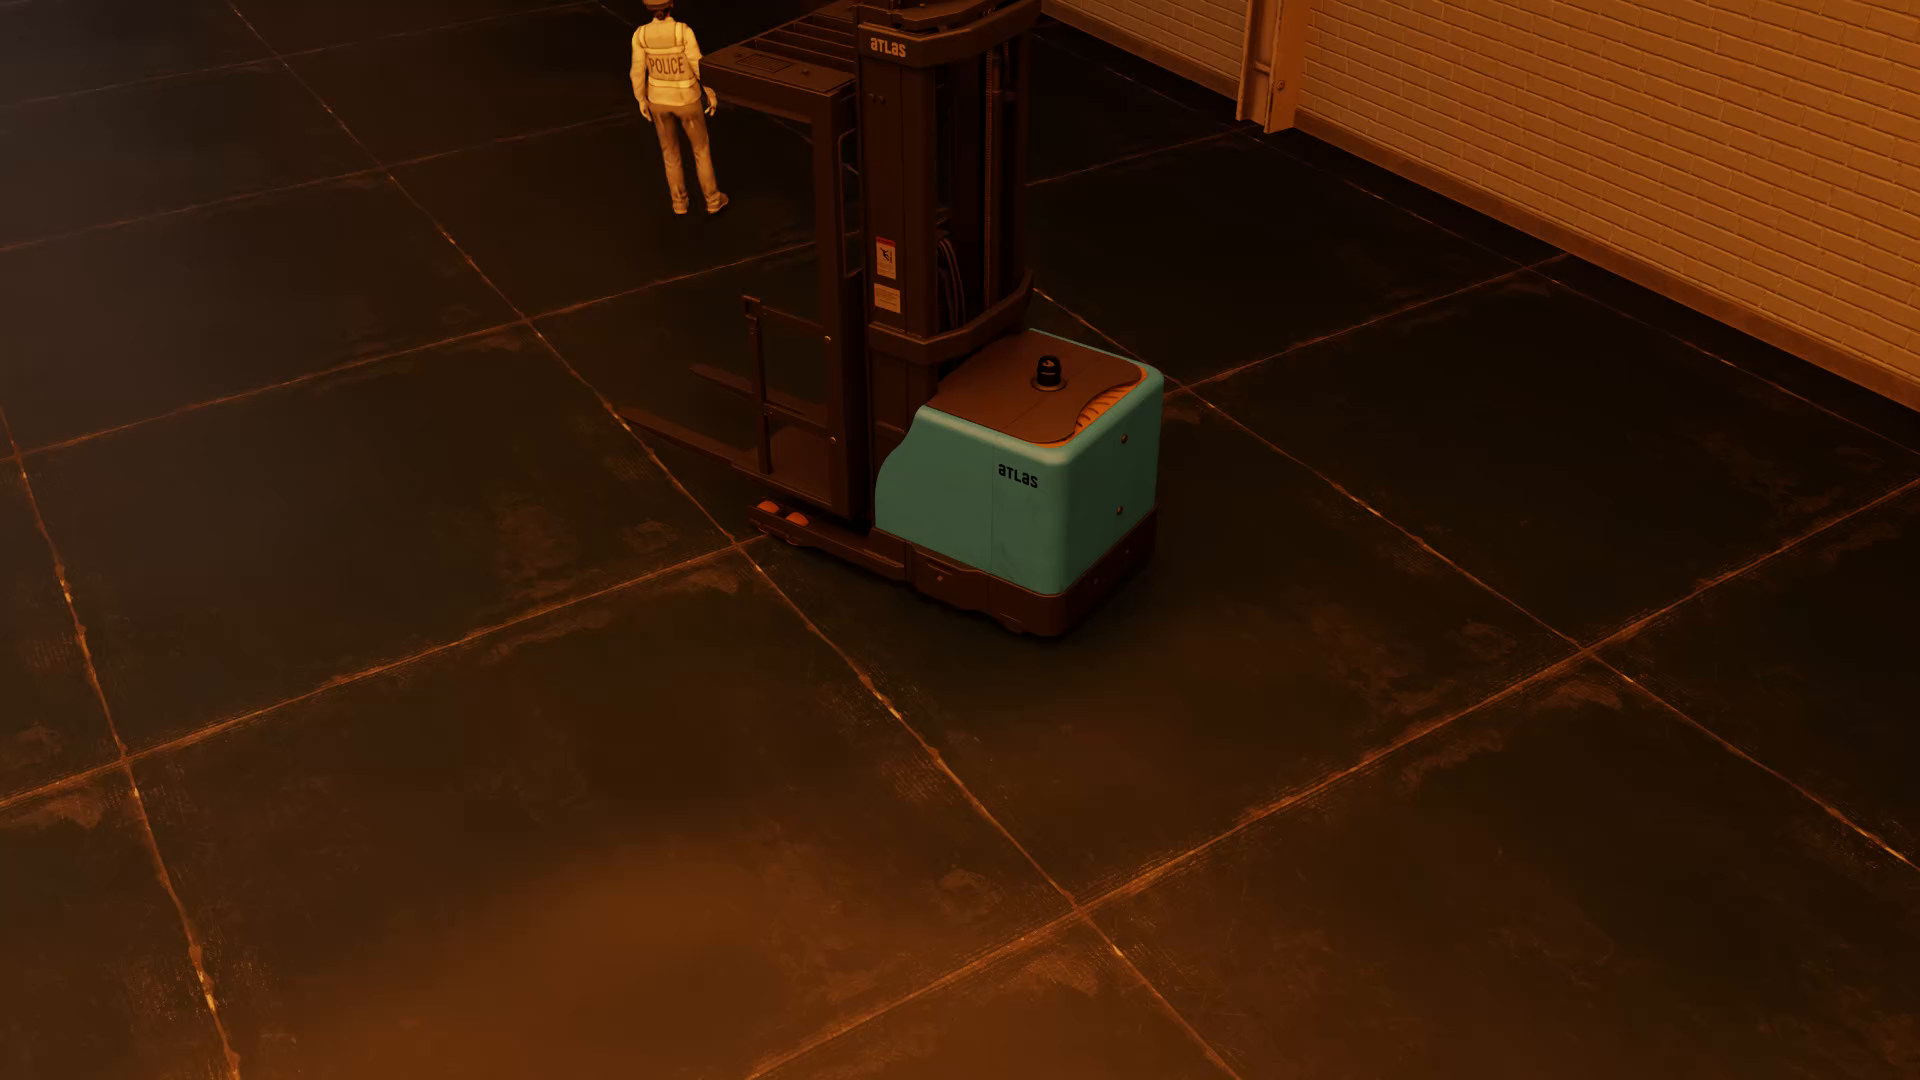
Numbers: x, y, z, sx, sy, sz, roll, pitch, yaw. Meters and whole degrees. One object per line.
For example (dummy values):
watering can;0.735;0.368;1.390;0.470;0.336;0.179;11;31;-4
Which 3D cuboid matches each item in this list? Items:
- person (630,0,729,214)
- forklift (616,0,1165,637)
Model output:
person;-1.977;-3.084;11.618;0.573;1.707;0.489;2;35;3
forklift;-0.500;-1.399;8.138;3.031;2.935;1.130;22;41;28
